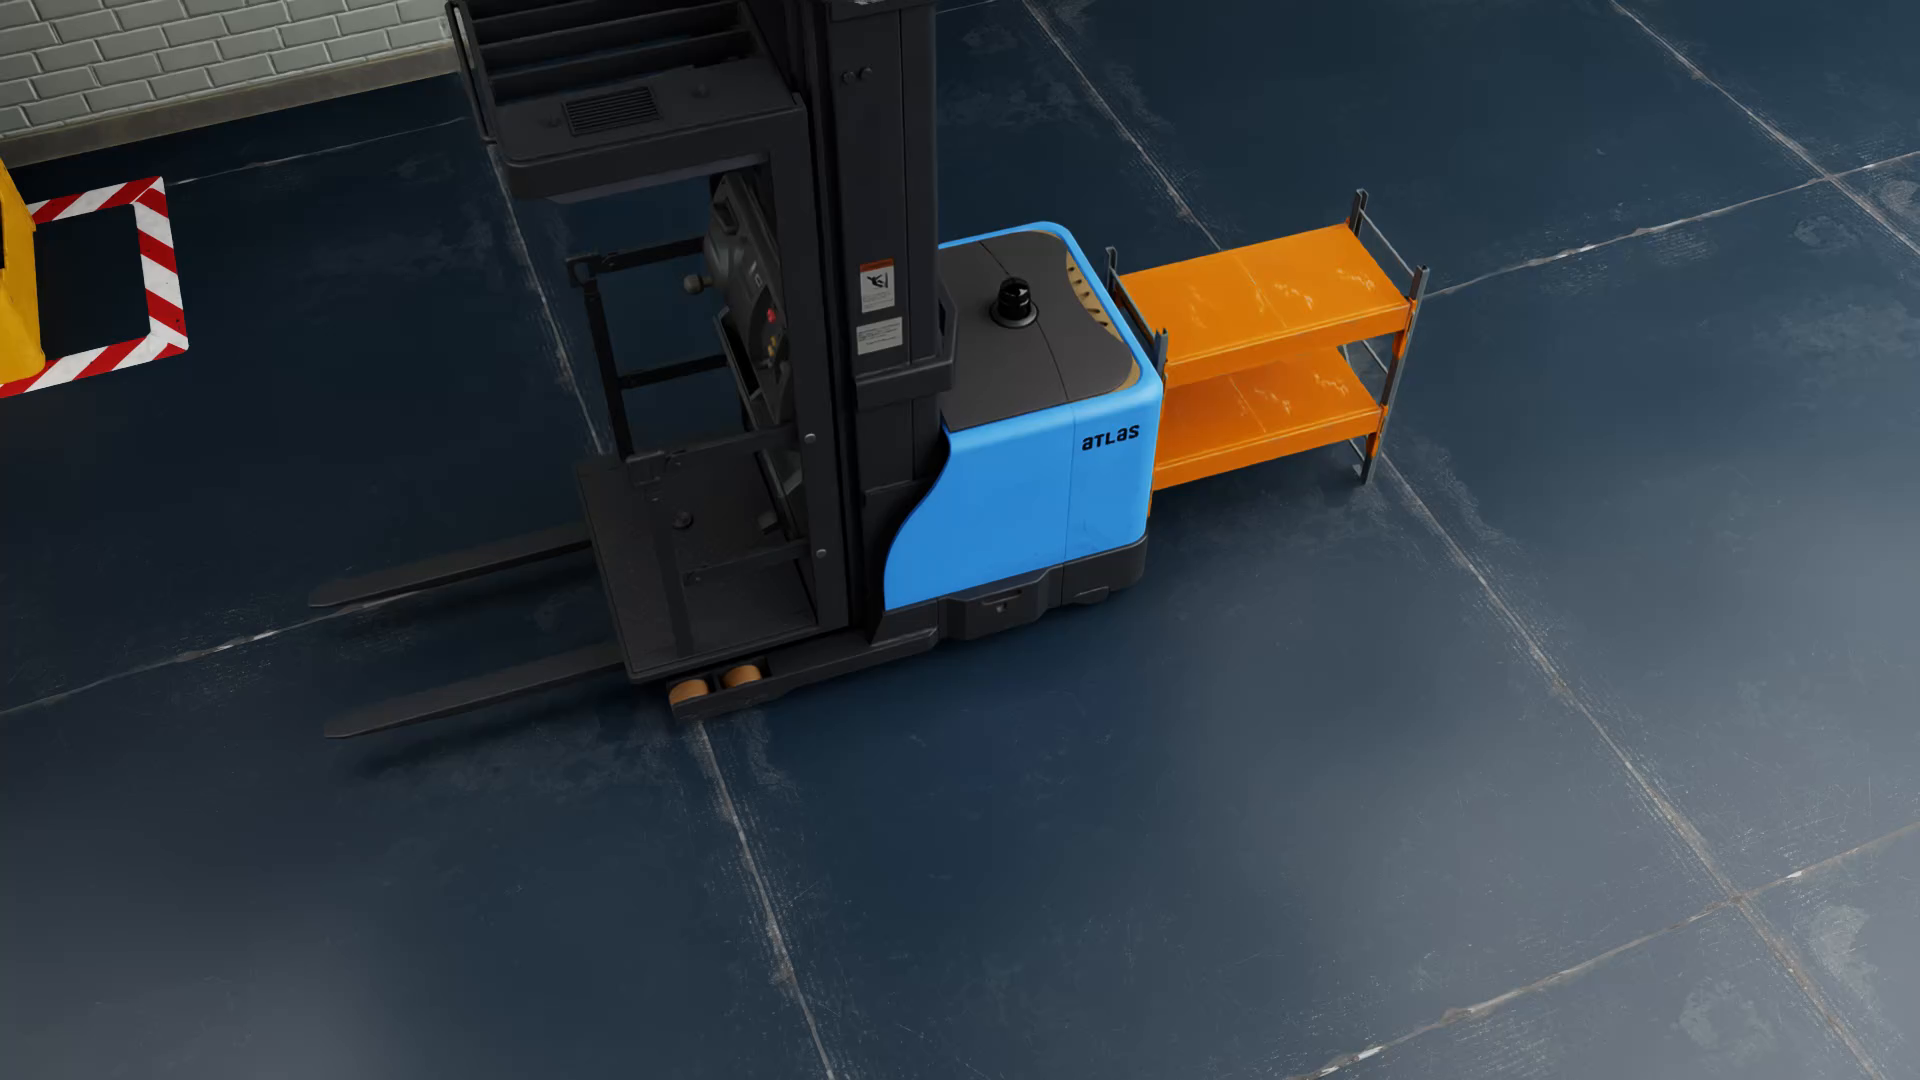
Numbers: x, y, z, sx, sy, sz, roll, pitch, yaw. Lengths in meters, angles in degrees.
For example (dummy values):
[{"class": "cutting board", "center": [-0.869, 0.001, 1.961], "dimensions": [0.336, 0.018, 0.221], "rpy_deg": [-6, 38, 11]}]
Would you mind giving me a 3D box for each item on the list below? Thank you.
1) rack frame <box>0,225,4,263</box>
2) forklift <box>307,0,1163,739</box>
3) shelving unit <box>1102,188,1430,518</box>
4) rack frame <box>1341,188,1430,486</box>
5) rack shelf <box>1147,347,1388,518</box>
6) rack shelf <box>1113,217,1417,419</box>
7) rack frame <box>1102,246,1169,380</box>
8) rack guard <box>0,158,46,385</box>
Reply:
[{"class": "rack frame", "center": [-4.366, -2.054, 6.378], "dimensions": [0.127, 3.000, 1.000], "rpy_deg": [-17, 52, -14]}, {"class": "forklift", "center": [-0.864, -0.749, 5.302], "dimensions": [3.031, 2.935, 1.130], "rpy_deg": [-15, 51, -12]}, {"class": "shelving unit", "center": [1.102, -0.643, 6.402], "dimensions": [1.048, 1.125, 0.538], "rpy_deg": [-15, 51, -12]}, {"class": "rack frame", "center": [1.582, -0.771, 6.512], "dimensions": [0.032, 1.125, 0.500], "rpy_deg": [-15, 51, -12]}, {"class": "rack shelf", "center": [1.102, -0.484, 6.587], "dimensions": [1.000, 0.278, 0.538], "rpy_deg": [-15, 51, -12]}, {"class": "rack shelf", "center": [1.102, -0.834, 6.180], "dimensions": [1.000, 0.278, 0.538], "rpy_deg": [-15, 51, -12]}, {"class": "rack frame", "center": [0.623, -0.515, 6.292], "dimensions": [0.032, 1.125, 0.500], "rpy_deg": [-15, 51, -12]}, {"class": "rack guard", "center": [-4.344, -1.247, 7.332], "dimensions": [0.348, 0.500, 1.175], "rpy_deg": [-17, 52, -14]}]
